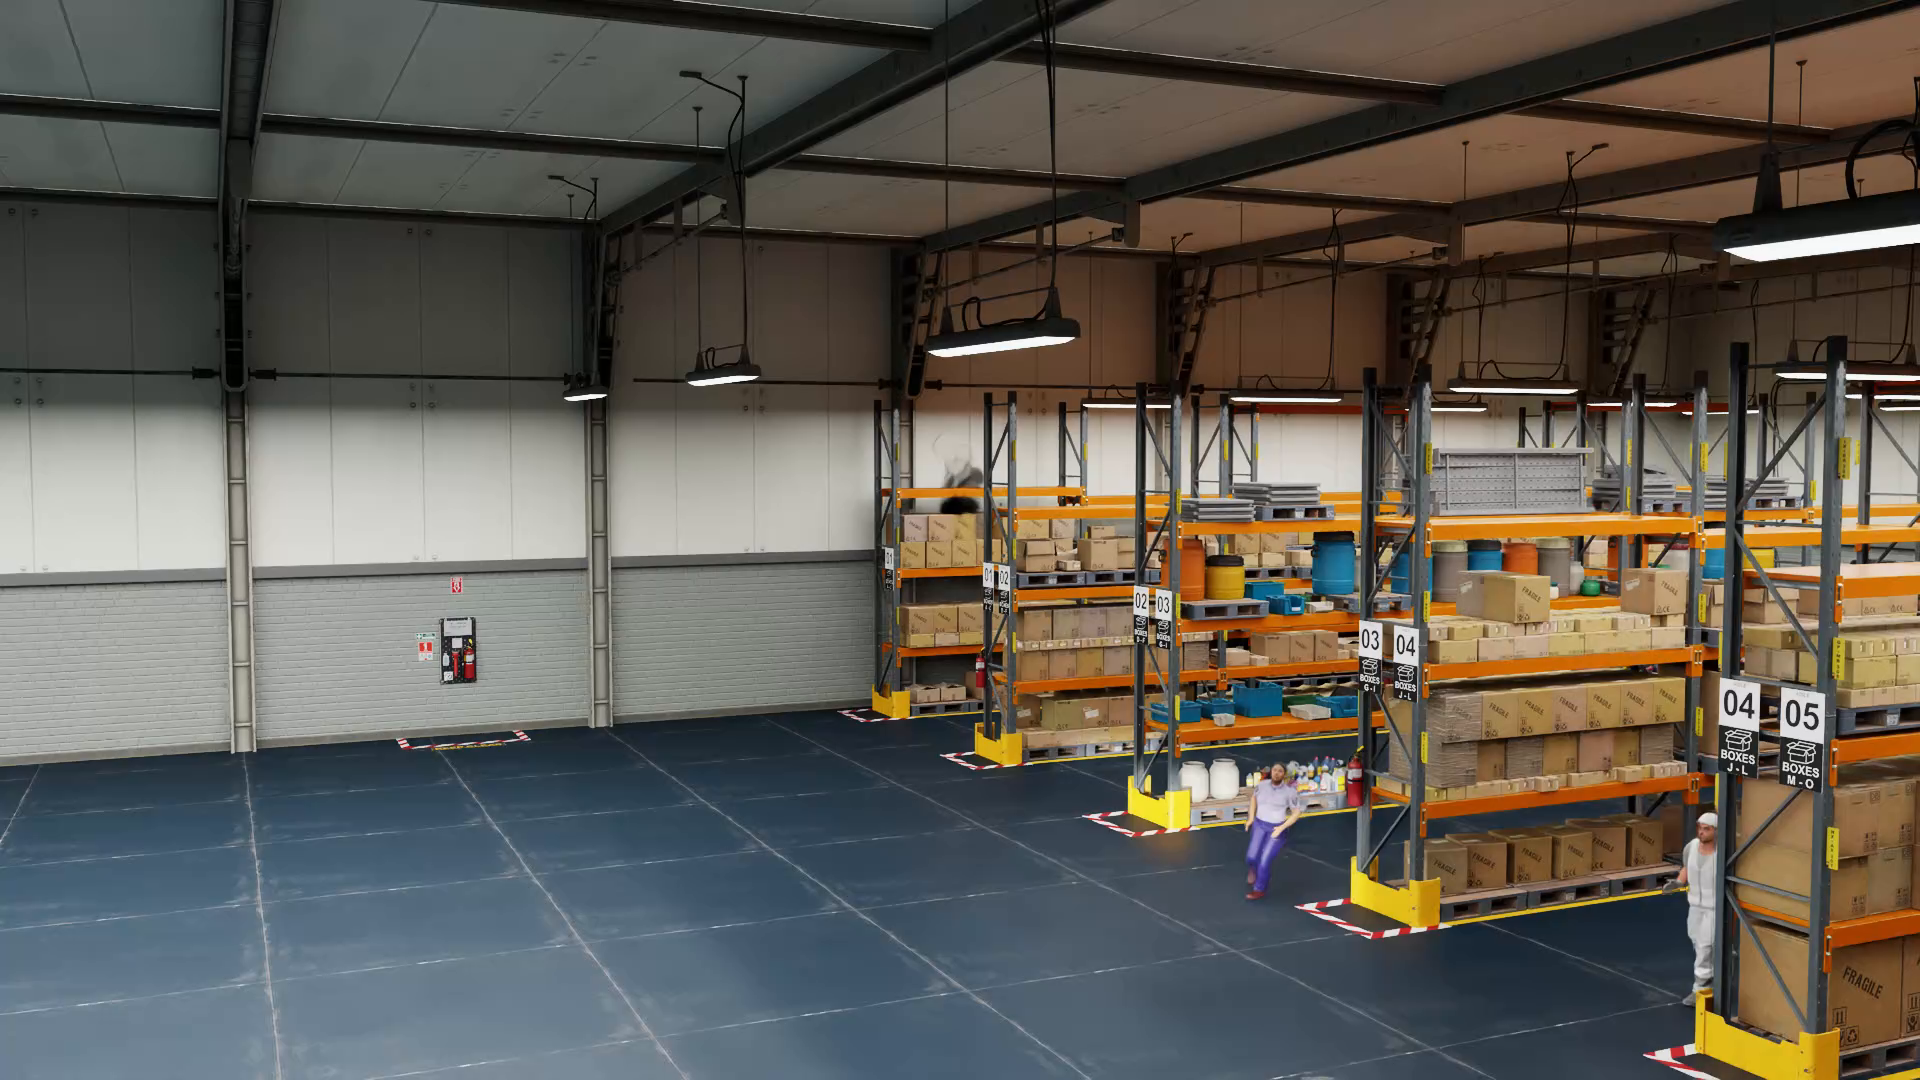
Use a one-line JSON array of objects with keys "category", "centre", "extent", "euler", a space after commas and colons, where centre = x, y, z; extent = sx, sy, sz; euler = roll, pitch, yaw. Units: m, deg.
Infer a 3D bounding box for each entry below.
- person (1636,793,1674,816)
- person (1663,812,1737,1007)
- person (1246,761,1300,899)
[{"category": "person", "centre": [9.155, 2.994, 22.083], "extent": [0.827, 1.769, 0.701], "euler": [-2, 4, -25]}, {"category": "person", "centre": [7.003, 3.386, 15.413], "extent": [0.873, 1.758, 0.643], "euler": [-2, 4, -32]}, {"category": "person", "centre": [3.501, 3.292, 18.769], "extent": [0.644, 1.564, 0.509], "euler": [2, 4, 30]}]
